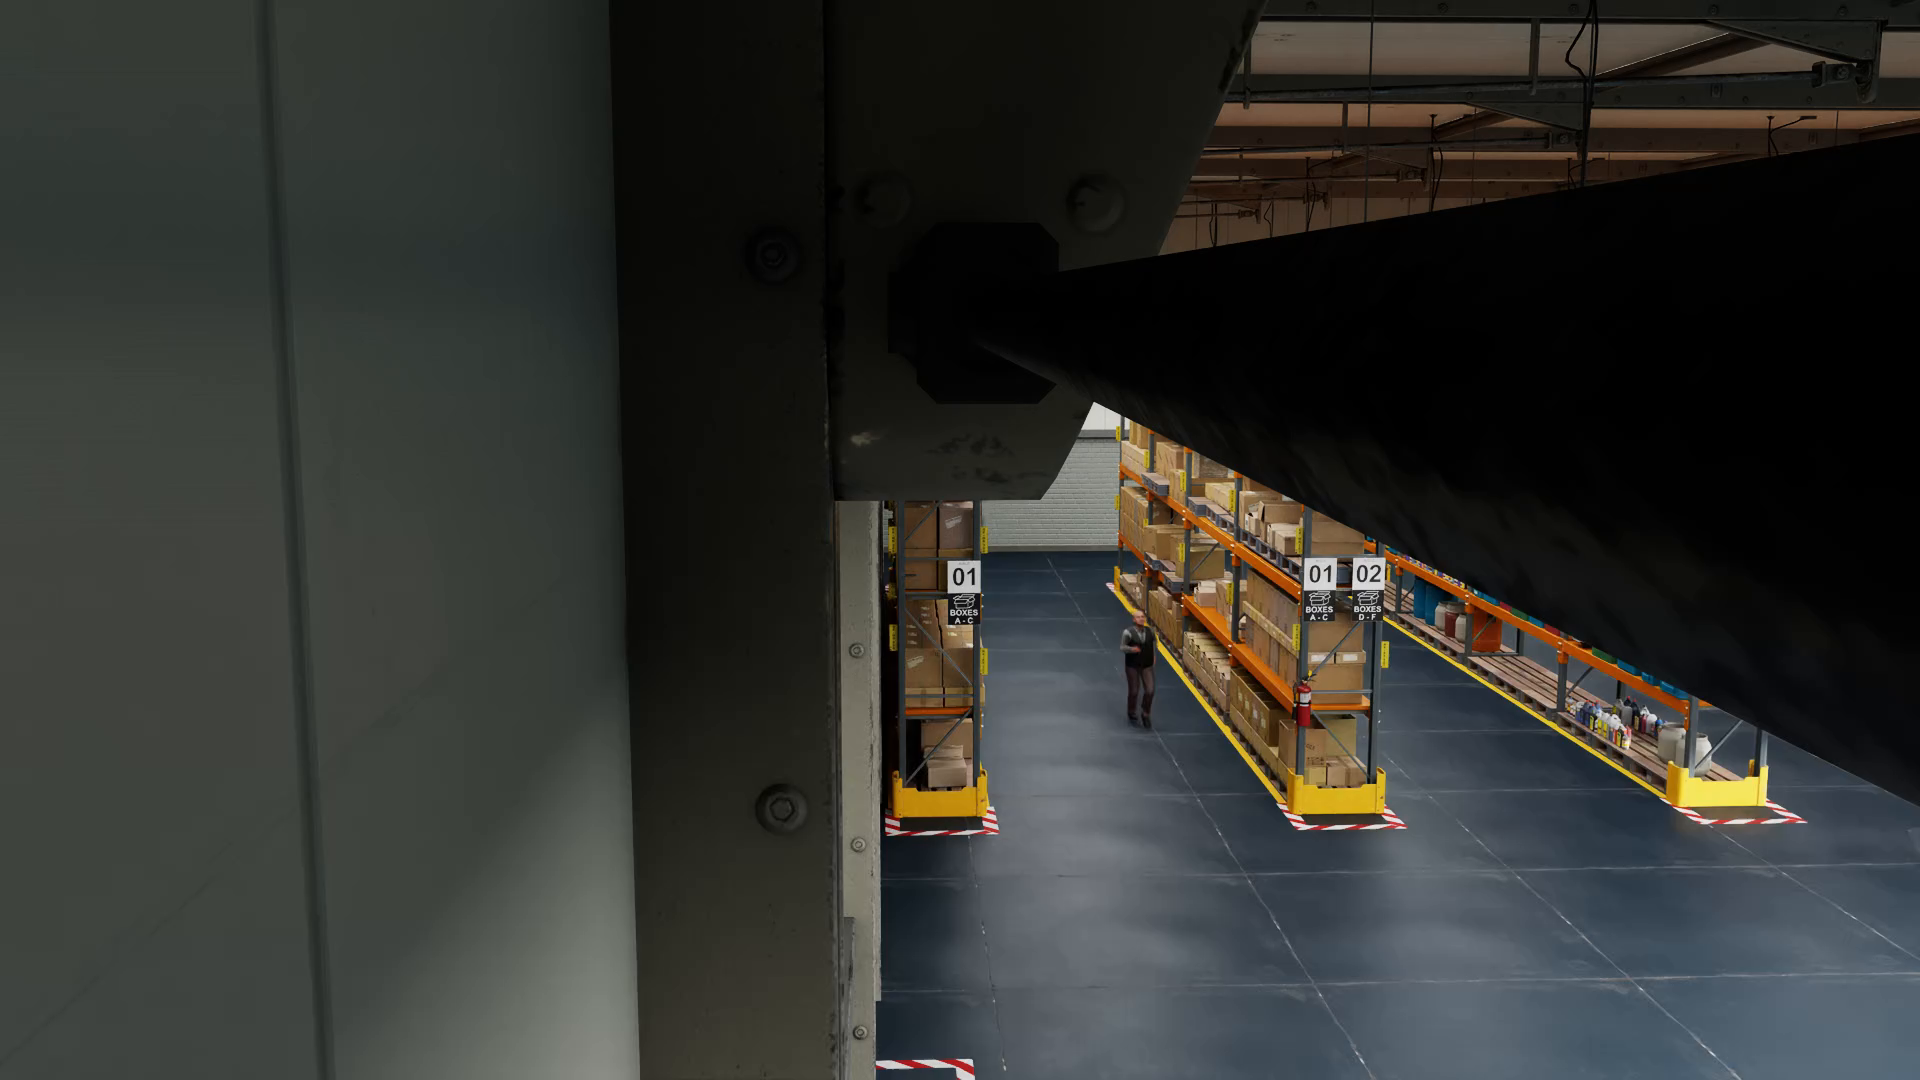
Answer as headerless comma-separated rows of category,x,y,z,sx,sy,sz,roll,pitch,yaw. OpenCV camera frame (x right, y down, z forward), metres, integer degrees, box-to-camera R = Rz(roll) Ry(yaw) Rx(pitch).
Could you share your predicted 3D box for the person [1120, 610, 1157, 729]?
person,2.685,1.928,24.794,0.637,1.763,0.711,-1,8,-8
